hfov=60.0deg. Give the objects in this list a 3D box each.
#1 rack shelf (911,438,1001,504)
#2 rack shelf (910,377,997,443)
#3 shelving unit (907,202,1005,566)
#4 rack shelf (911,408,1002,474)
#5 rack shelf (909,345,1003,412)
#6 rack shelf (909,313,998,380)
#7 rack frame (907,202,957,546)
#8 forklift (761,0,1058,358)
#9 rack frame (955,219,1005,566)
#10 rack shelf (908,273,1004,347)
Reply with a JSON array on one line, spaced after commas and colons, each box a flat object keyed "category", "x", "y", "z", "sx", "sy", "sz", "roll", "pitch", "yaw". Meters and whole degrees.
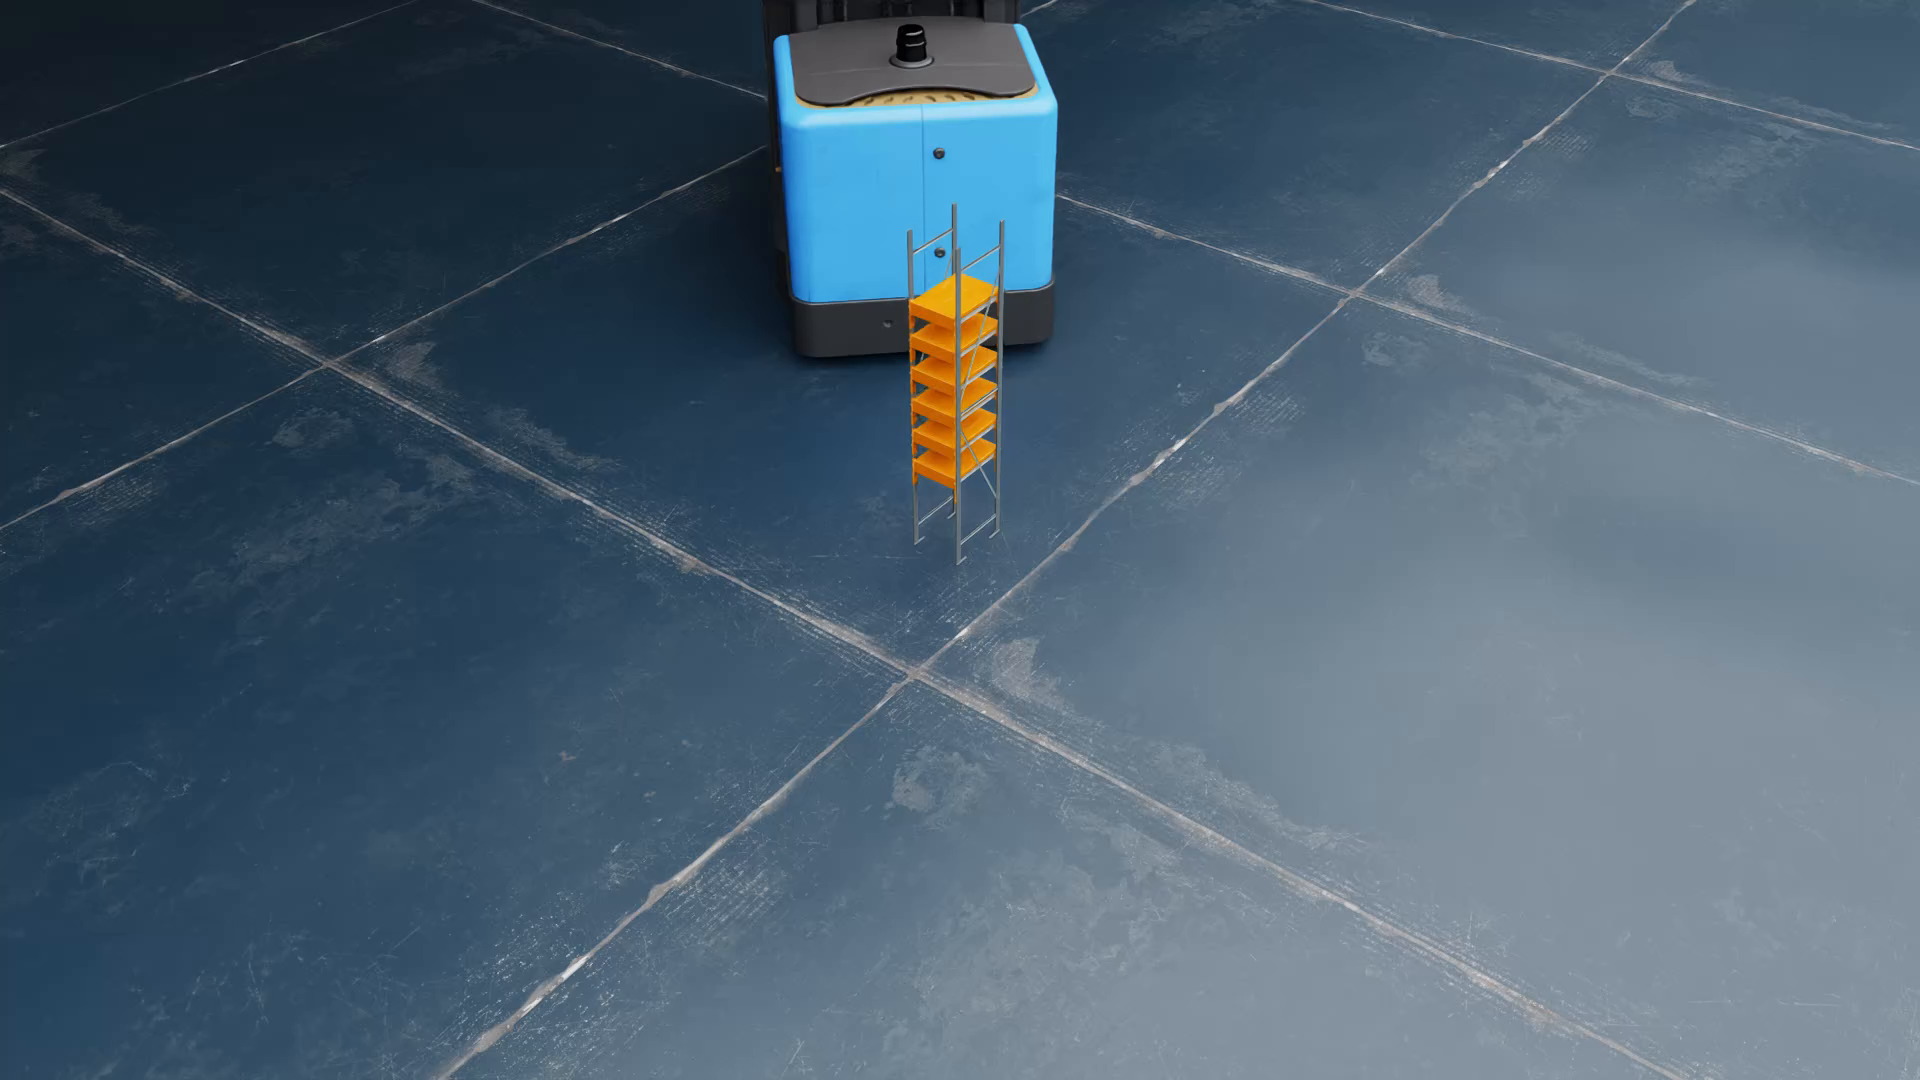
[{"category": "rack shelf", "x": -0.011, "y": -0.254, "z": 5.562, "sx": 0.180, "sy": 0.103, "sz": 0.258, "roll": 25, "pitch": 45, "yaw": 29}, {"category": "rack shelf", "x": -0.011, "y": -0.443, "z": 5.414, "sx": 0.180, "sy": 0.103, "sz": 0.258, "roll": 25, "pitch": 45, "yaw": 29}, {"category": "shelving unit", "x": -0.011, "y": -0.478, "z": 5.387, "sx": 0.189, "sy": 1.200, "sz": 0.258, "roll": 25, "pitch": 45, "yaw": 29}, {"category": "rack shelf", "x": -0.011, "y": -0.348, "z": 5.488, "sx": 0.180, "sy": 0.103, "sz": 0.258, "roll": 25, "pitch": 45, "yaw": 29}, {"category": "rack shelf", "x": -0.011, "y": -0.537, "z": 5.340, "sx": 0.180, "sy": 0.103, "sz": 0.258, "roll": 25, "pitch": 45, "yaw": 29}, {"category": "rack shelf", "x": -0.011, "y": -0.632, "z": 5.266, "sx": 0.180, "sy": 0.103, "sz": 0.258, "roll": 25, "pitch": 45, "yaw": 29}, {"category": "rack frame", "x": -0.084, "y": -0.512, "z": 5.431, "sx": 0.006, "sy": 1.200, "sz": 0.240, "roll": 25, "pitch": 45, "yaw": 29}, {"category": "forklift", "x": -0.322, "y": -2.774, "z": 6.915, "sx": 1.130, "sy": 2.935, "sz": 3.031, "roll": -4, "pitch": 38, "yaw": -6}, {"category": "rack frame", "x": 0.061, "y": -0.444, "z": 5.343, "sx": 0.006, "sy": 1.200, "sz": 0.240, "roll": 25, "pitch": 45, "yaw": 29}, {"category": "rack shelf", "x": -0.011, "y": -0.726, "z": 5.193, "sx": 0.180, "sy": 0.103, "sz": 0.258, "roll": 25, "pitch": 45, "yaw": 29}]
